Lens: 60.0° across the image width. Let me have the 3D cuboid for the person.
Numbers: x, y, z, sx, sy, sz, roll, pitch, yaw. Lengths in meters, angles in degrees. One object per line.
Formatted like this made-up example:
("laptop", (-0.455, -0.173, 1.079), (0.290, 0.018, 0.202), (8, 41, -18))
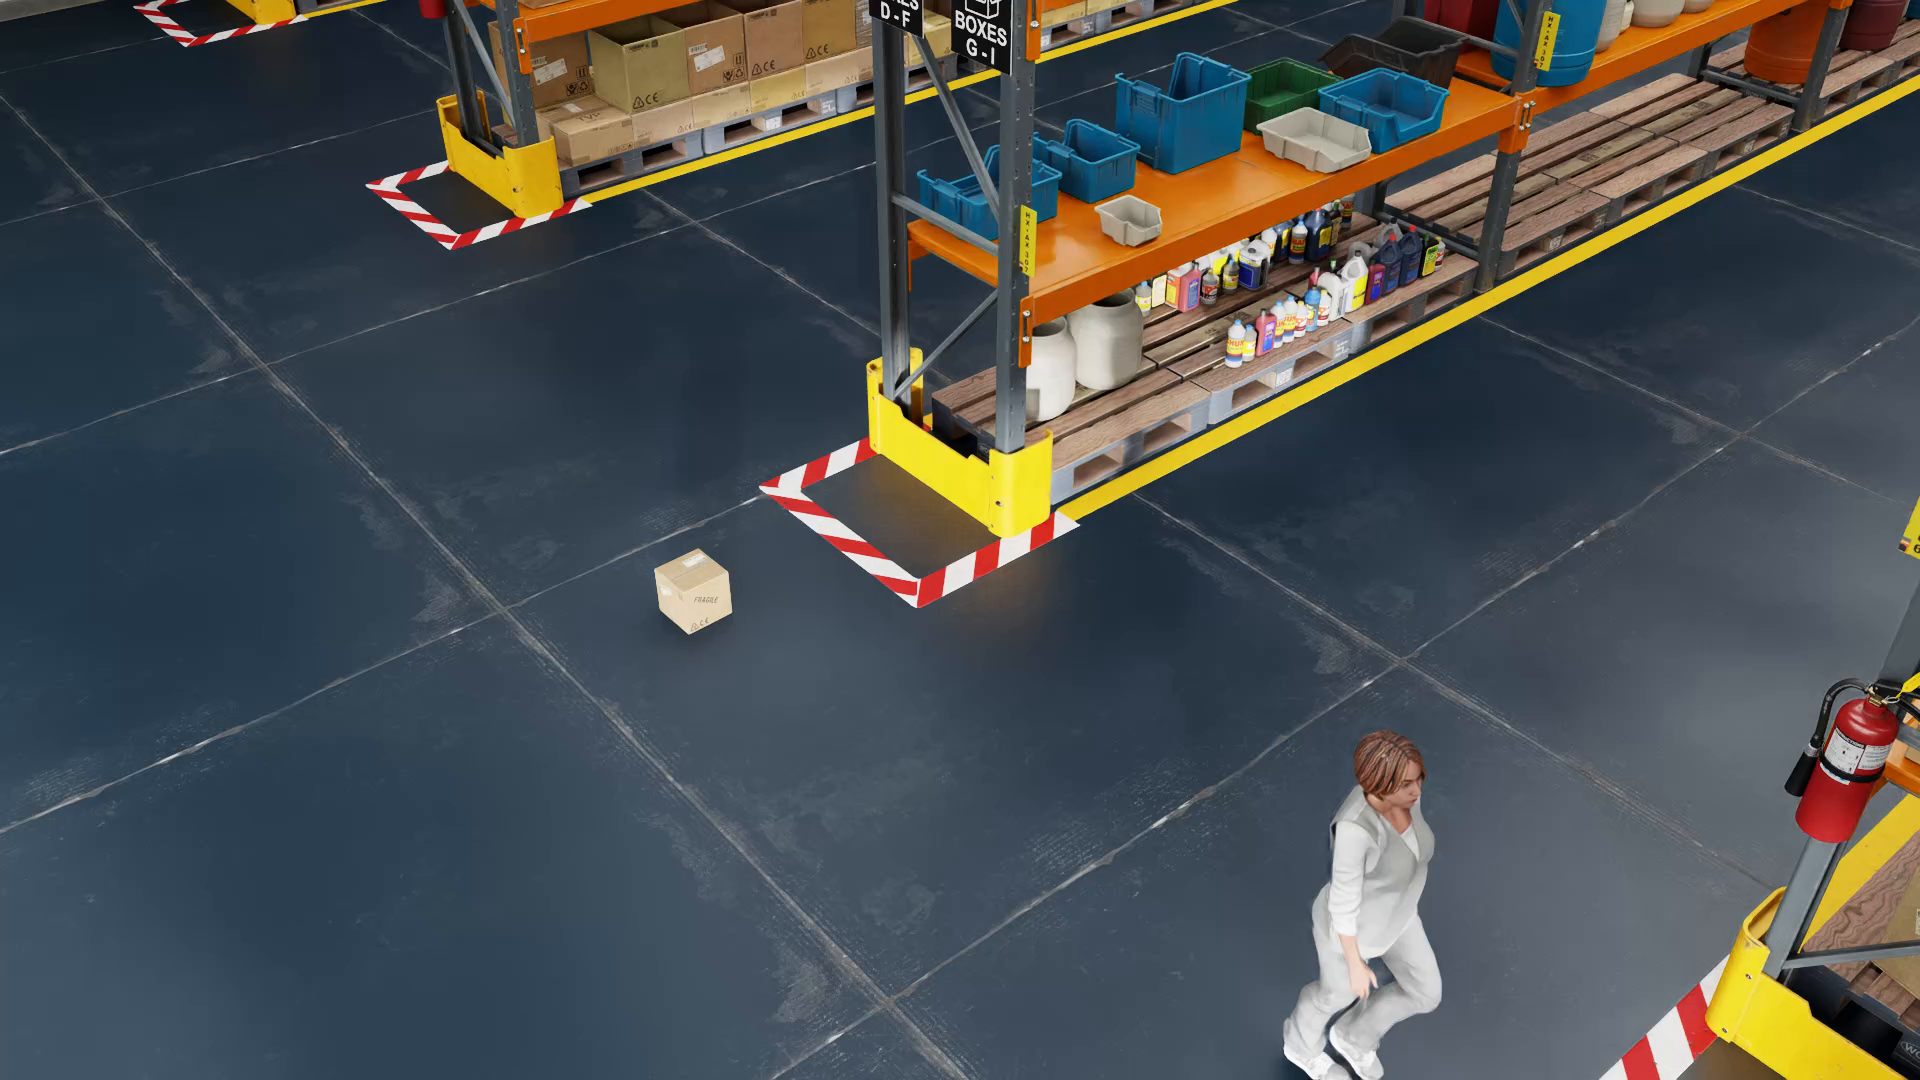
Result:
("person", (1.324, 1.260, 5.361), (0.466, 1.602, 0.456), (30, 46, 34))
